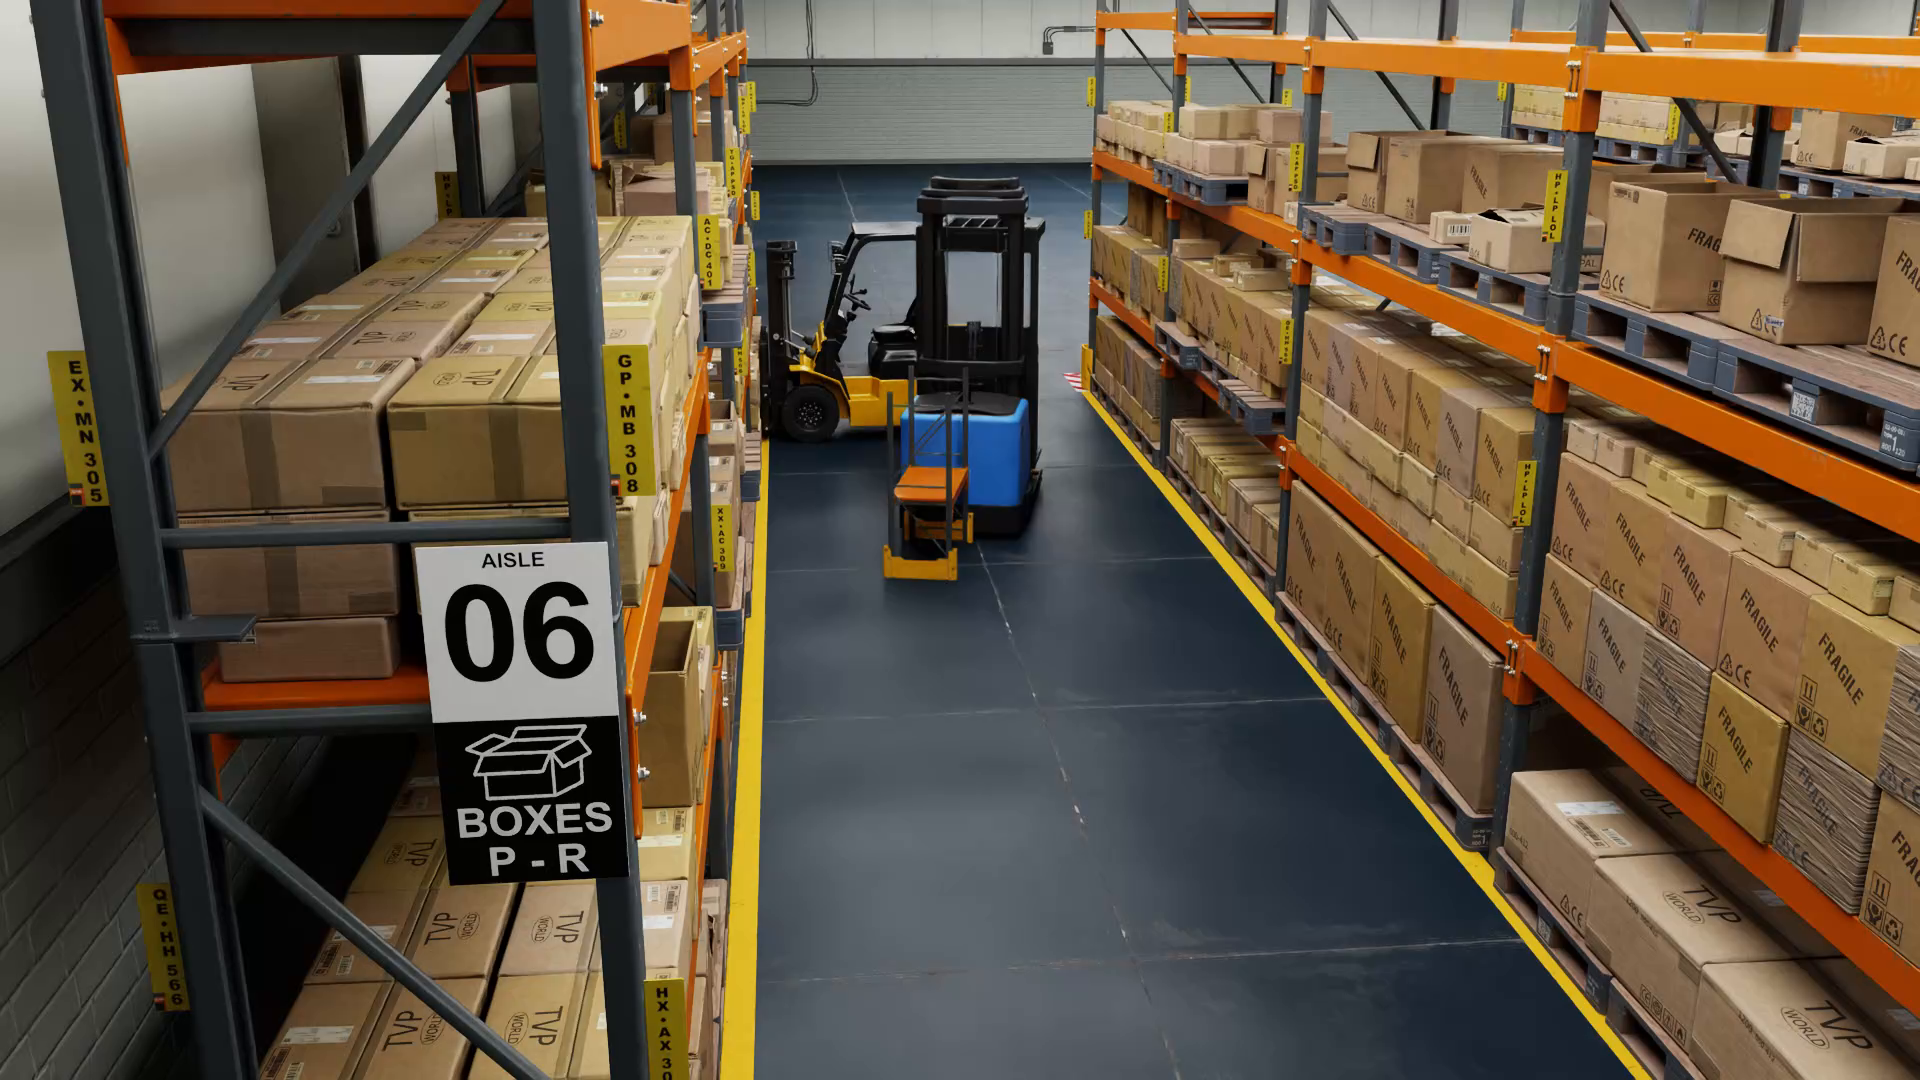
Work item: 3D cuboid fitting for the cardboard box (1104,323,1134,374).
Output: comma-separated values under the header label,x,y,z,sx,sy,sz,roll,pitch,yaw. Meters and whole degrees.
label,x,y,z,sx,sy,sz,roll,pitch,yaw
cardboard box,1.918,-2.141,18.625,0.500,0.500,0.500,-2,18,-8

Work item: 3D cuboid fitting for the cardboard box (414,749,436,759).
label,x,y,z,sx,sy,sz,roll,pitch,yaw
cardboard box,-1.758,0.812,6.336,0.500,0.250,0.500,-1,17,-4

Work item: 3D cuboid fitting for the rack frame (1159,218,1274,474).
label,x,y,z,sx,sy,sz,roll,pitch,yaw
rack frame,2.462,-2.114,15.903,1.000,3.000,0.127,-2,18,-6

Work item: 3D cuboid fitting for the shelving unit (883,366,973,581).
label,x,y,z,sx,sy,sz,roll,pitch,yaw
shelving unit,-0.248,-0.561,13.459,0.587,1.500,1.083,2,18,7

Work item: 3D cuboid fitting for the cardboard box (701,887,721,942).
label,x,y,z,sx,sy,sz,roll,pitch,yaw
cardboard box,-1.301,1.740,7.684,0.380,0.149,0.250,-2,18,-7

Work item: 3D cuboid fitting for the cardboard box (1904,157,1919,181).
label,x,y,z,sx,sy,sz,roll,pitch,yaw
cardboard box,7.507,-2.845,12.745,0.380,0.166,0.250,-2,18,-6

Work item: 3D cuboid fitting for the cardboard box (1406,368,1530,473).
label,x,y,z,sx,sy,sz,roll,pitch,yaw
cardboard box,2.897,-0.686,9.519,0.500,0.500,0.500,-1,17,-4

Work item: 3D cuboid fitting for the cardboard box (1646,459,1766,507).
label,x,y,z,sx,sy,sz,roll,pitch,yaw
cardboard box,3.137,-0.236,7.002,0.380,0.149,0.250,-2,18,-6

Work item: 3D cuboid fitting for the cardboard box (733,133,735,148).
label,x,y,z,sx,sy,sz,roll,pitch,yaw
cardboard box,-2.079,-3.160,13.506,0.500,0.311,0.500,-2,18,-8

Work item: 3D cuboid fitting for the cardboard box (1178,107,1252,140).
label,x,y,z,sx,sy,sz,roll,pitch,yaw
cardboard box,2.185,-3.578,14.273,0.500,0.250,0.500,-2,18,-7

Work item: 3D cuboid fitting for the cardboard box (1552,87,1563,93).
label,x,y,z,sx,sy,sz,roll,pitch,yaw
cardboard box,6.784,-5.017,18.360,0.380,0.149,0.250,-2,18,-7

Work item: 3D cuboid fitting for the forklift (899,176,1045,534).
label,x,y,z,sx,sy,sz,roll,pitch,yaw
forklift,0.186,-1.850,15.175,1.130,2.935,3.031,2,18,7

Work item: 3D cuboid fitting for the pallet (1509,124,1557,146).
label,x,y,z,sx,sy,sz,roll,pitch,yaw
pallet,7.049,-4.657,19.143,1.003,0.211,1.213,-2,18,-6

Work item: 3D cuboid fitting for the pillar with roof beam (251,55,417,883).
label,x,y,z,sx,sy,sz,roll,pitch,yaw
pillar with roof beam,1.807,-2.336,6.595,9.100,9.000,0.400,-2,18,-6

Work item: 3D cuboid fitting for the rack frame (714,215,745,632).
label,x,y,z,sx,sy,sz,roll,pitch,yaw
rack frame,-2.063,-0.768,11.615,1.000,3.000,0.127,-2,18,-6

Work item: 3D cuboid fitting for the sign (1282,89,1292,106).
label,x,y,z,sx,sy,sz,roll,pitch,yaw
sign,3.013,-3.998,15.376,0.100,0.325,0.005,-2,18,-6

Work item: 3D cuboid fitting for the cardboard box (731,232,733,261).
label,x,y,z,sx,sy,sz,roll,pitch,yaw
cardboard box,-1.342,-1.465,8.381,0.380,0.149,0.250,-2,17,-5

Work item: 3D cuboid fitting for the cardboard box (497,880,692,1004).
label,x,y,z,sx,sy,sz,roll,pitch,yaw
cardboard box,-1.069,1.251,4.937,0.500,0.250,0.500,-2,17,-5

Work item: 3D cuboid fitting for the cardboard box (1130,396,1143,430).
label,x,y,z,sx,sy,sz,roll,pitch,yaw
cardboard box,2.068,-1.329,17.291,0.500,0.250,0.500,-2,18,-7

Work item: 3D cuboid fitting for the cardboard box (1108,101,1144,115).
label,x,y,z,sx,sy,sz,roll,pitch,yaw
cardboard box,1.883,-4.885,18.811,0.380,0.149,0.250,-2,18,-6

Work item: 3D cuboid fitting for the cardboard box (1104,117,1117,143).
label,x,y,z,sx,sy,sz,roll,pitch,yaw
cardboard box,1.878,-4.499,18.246,0.500,0.250,0.500,-2,18,-6

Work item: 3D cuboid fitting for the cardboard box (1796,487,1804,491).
label,x,y,z,sx,sy,sz,roll,pitch,yaw
cardboard box,3.676,-0.178,6.818,0.380,0.149,0.250,-2,18,-6

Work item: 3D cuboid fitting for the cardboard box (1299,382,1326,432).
label,x,y,z,sx,sy,sz,roll,pitch,yaw
cardboard box,2.681,-0.931,11.550,0.500,0.250,0.500,-2,18,-6

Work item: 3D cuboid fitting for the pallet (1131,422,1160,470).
label,x,y,z,sx,sy,sz,roll,pitch,yaw
pallet,2.357,-0.983,16.955,1.003,0.211,1.213,-2,18,-6

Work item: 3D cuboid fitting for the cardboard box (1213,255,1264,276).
label,x,y,z,sx,sy,sz,roll,pitch,yaw
cardboard box,2.373,-2.342,14.182,0.380,0.149,0.250,-1,17,-3

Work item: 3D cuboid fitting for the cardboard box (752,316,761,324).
label,x,y,z,sx,sy,sz,roll,pitch,yaw
cardboard box,-2.530,-2.389,19.000,0.500,0.250,0.500,-1,17,-4

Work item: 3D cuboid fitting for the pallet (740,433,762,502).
label,x,y,z,sx,sy,sz,roll,pitch,yaw
pallet,-1.923,-0.477,11.008,1.213,0.211,1.003,-2,18,-6

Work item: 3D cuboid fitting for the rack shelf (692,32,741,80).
label,x,y,z,sx,sy,sz,roll,pitch,yaw
rack shelf,-2.269,-3.692,12.783,1.077,0.370,4.000,-2,18,-6

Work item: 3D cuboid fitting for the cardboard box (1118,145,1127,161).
label,x,y,z,sx,sy,sz,roll,pitch,yaw
cardboard box,1.897,-4.123,17.715,0.380,0.149,0.250,-2,17,-5

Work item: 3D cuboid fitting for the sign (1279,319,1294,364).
label,x,y,z,sx,sy,sz,roll,pitch,yaw
sign,2.335,-1.417,11.884,0.100,0.325,0.005,-2,18,-6

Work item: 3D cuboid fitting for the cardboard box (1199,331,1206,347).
label,x,y,z,sx,sy,sz,roll,pitch,yaw
cardboard box,2.311,-1.786,14.575,0.380,0.149,0.250,-2,17,-5

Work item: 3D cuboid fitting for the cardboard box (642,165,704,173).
label,x,y,z,sx,sy,sz,roll,pitch,yaw
cardboard box,-1.811,-2.285,10.527,0.380,0.149,0.250,-2,18,-8

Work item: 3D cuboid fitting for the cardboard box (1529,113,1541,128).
label,x,y,z,sx,sy,sz,roll,pitch,yaw
cardboard box,6.731,-4.786,18.956,0.380,0.149,0.250,-2,18,-5

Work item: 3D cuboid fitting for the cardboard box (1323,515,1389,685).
label,x,y,z,sx,sy,sz,roll,pitch,yaw
cardboard box,2.951,0.365,10.852,0.875,0.875,0.875,-2,17,-5

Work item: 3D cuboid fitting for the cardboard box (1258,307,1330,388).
label,x,y,z,sx,sy,sz,roll,pitch,yaw
cardboard box,2.551,-1.439,12.389,0.500,0.500,0.500,-2,18,-7

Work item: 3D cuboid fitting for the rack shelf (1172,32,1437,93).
label,x,y,z,sx,sy,sz,roll,pitch,yaw
rack shelf,2.668,-3.847,13.274,1.077,0.370,4.000,-2,18,-6

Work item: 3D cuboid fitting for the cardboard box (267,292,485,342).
label,x,y,z,sx,sy,sz,roll,pitch,yaw
cardboard box,-1.678,-0.557,4.853,0.500,0.250,0.500,-2,18,-5

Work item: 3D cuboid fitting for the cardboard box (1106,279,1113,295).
label,x,y,z,sx,sy,sz,roll,pitch,yaw
cardboard box,1.846,-2.845,18.651,0.380,0.149,0.250,-2,17,-5

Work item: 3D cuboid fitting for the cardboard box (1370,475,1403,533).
label,x,y,z,sx,sy,sz,roll,pitch,yaw
cardboard box,2.848,-0.241,10.189,0.500,0.250,0.500,-2,18,-6

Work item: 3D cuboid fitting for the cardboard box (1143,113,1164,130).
label,x,y,z,sx,sy,sz,roll,pitch,yaw
cardboard box,2.014,-4.122,16.380,0.380,0.149,0.250,-1,17,-4

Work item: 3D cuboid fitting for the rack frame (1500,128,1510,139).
label,x,y,z,sx,sy,sz,roll,pitch,yaw
rack frame,6.962,-3.489,20.282,1.000,3.000,0.127,-2,18,-6

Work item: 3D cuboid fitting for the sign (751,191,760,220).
label,x,y,z,sx,sy,sz,roll,pitch,yaw
sign,-2.347,-3.830,19.039,0.100,0.325,0.005,-2,18,-6

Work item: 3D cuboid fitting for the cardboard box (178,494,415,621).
label,x,y,z,sx,sy,sz,roll,pitch,yaw
cardboard box,-1.554,-0.010,3.947,0.500,0.250,0.500,-2,18,-7

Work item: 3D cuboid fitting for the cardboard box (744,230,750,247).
label,x,y,z,sx,sy,sz,roll,pitch,yaw
cardboard box,-2.410,-3.173,17.530,0.380,0.149,0.250,-1,17,-5

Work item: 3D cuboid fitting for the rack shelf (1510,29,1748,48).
label,x,y,z,sx,sy,sz,roll,pitch,yaw
rack shelf,7.169,-5.221,17.653,1.077,0.370,4.000,-2,18,-6

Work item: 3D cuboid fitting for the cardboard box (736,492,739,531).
label,x,y,z,sx,sy,sz,roll,pitch,yaw
cardboard box,-1.412,-0.138,9.133,0.396,0.266,0.258,-1,17,-3

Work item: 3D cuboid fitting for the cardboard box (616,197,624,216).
label,x,y,z,sx,sy,sz,roll,pitch,yaw
cardboard box,-1.899,-1.670,8.537,0.380,0.149,0.250,-2,18,-7

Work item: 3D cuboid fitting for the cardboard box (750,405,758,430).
label,x,y,z,sx,sy,sz,roll,pitch,yaw
cardboard box,-2.218,-1.240,16.175,0.500,0.250,0.500,-2,18,-6

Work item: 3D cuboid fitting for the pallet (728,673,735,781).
label,x,y,z,sx,sy,sz,roll,pitch,yaw
pallet,-1.901,1.149,10.166,1.003,0.211,1.213,-2,18,-6

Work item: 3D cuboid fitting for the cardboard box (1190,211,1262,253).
label,x,y,z,sx,sy,sz,roll,pitch,yaw
cardboard box,2.632,-2.919,16.133,0.700,0.500,0.500,-2,18,-6

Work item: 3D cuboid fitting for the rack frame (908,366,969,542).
label,x,y,z,sx,sy,sz,roll,pitch,yaw
rack frame,-0.179,-0.714,13.948,0.500,1.500,0.032,2,18,7

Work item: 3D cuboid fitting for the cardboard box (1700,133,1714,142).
label,x,y,z,sx,sy,sz,roll,pitch,yaw
cardboard box,7.647,-4.053,16.621,0.380,0.149,0.250,-2,18,-5

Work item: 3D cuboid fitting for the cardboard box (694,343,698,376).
label,x,y,z,sx,sy,sz,roll,pitch,yaw
cardboard box,-1.319,-0.790,7.096,0.380,0.149,0.250,-2,18,-6

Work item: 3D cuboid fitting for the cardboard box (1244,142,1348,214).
label,x,y,z,sx,sy,sz,roll,pitch,yaw
cardboard box,2.688,-2.856,13.087,0.797,0.503,0.637,-2,18,-6

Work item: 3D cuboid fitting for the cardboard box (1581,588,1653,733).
label,x,y,z,sx,sy,sz,roll,pitch,yaw
cardboard box,3.123,0.520,7.347,0.500,0.500,0.500,-2,18,-5

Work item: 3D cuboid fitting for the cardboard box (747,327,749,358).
label,x,y,z,sx,sy,sz,roll,pitch,yaw
cardboard box,-2.163,-1.746,14.981,0.500,0.250,0.500,-1,17,-4
